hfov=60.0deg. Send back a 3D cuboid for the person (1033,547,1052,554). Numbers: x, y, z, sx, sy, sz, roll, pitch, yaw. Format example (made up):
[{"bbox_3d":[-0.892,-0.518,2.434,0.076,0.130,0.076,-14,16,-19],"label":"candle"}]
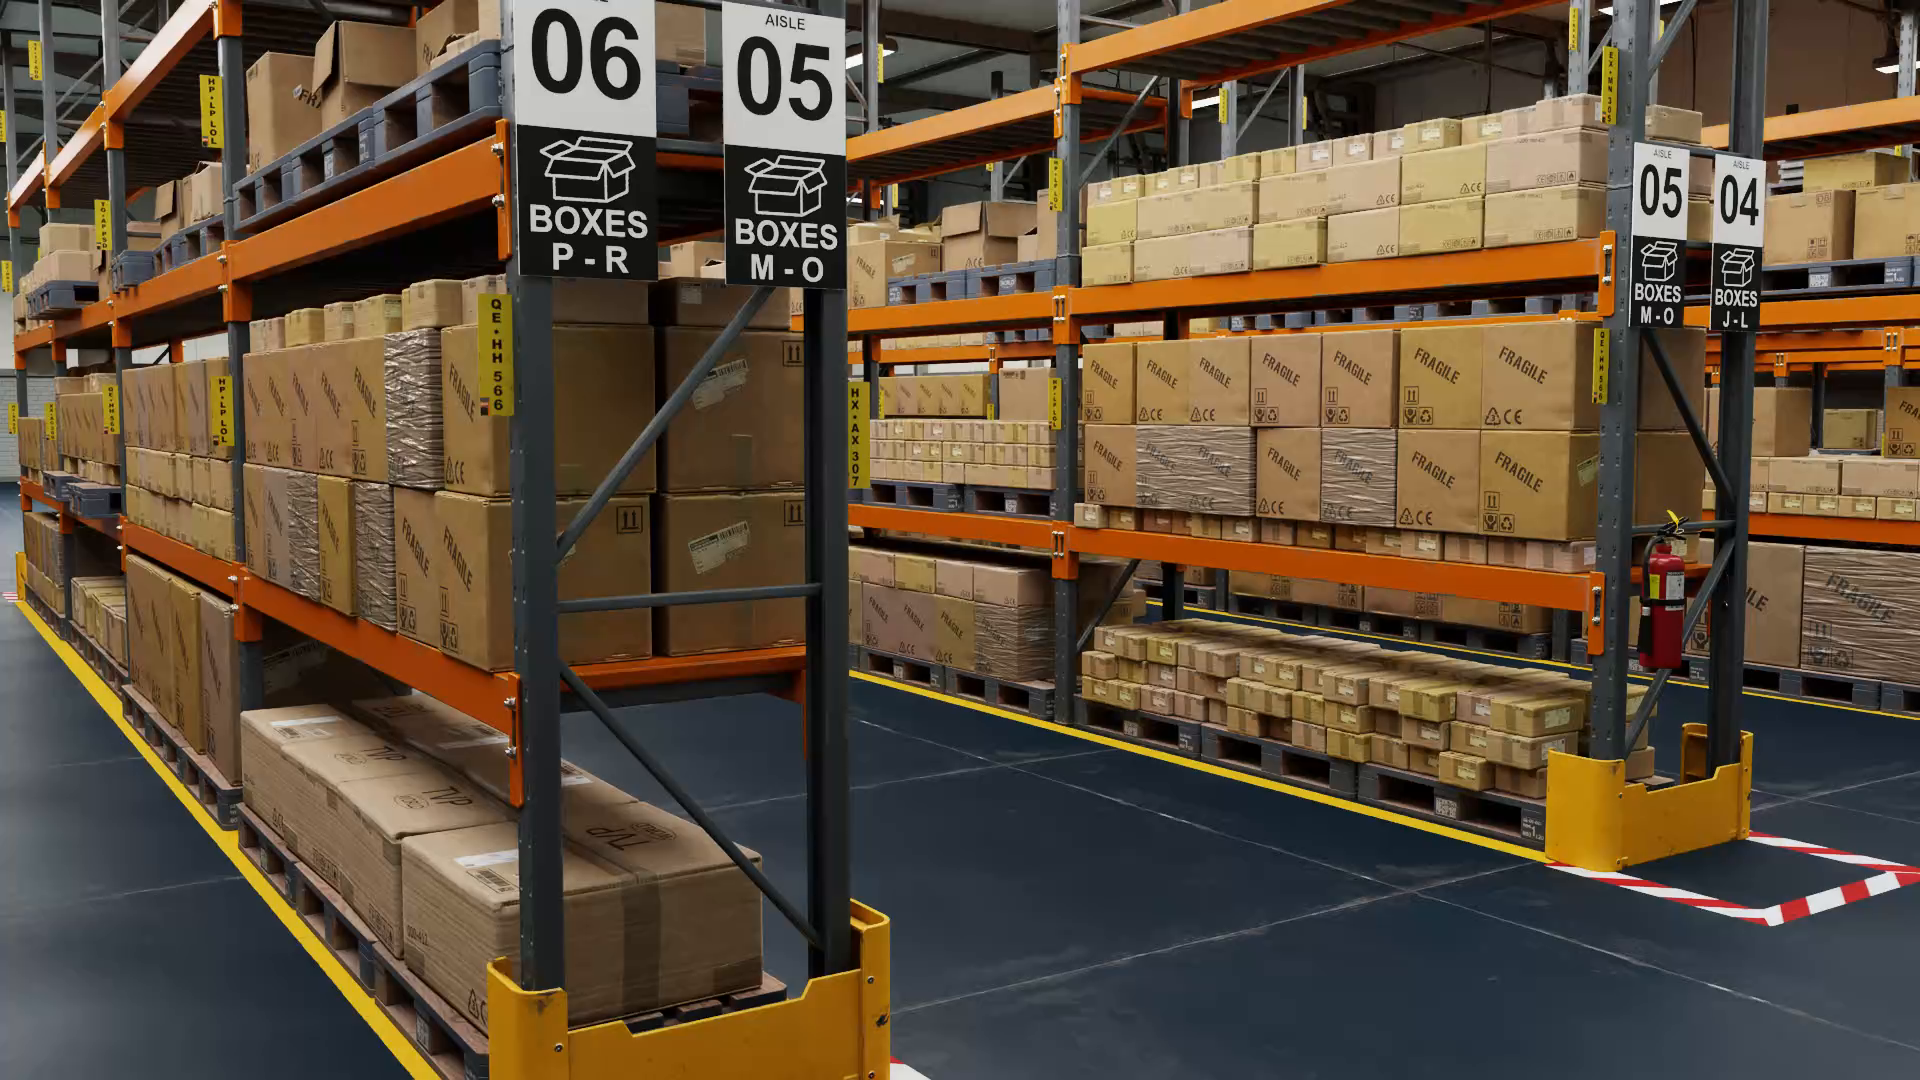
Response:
[{"bbox_3d":[0.857,-0.160,16.632,0.540,1.752,1.046,-3,5,-31],"label":"person"}]
